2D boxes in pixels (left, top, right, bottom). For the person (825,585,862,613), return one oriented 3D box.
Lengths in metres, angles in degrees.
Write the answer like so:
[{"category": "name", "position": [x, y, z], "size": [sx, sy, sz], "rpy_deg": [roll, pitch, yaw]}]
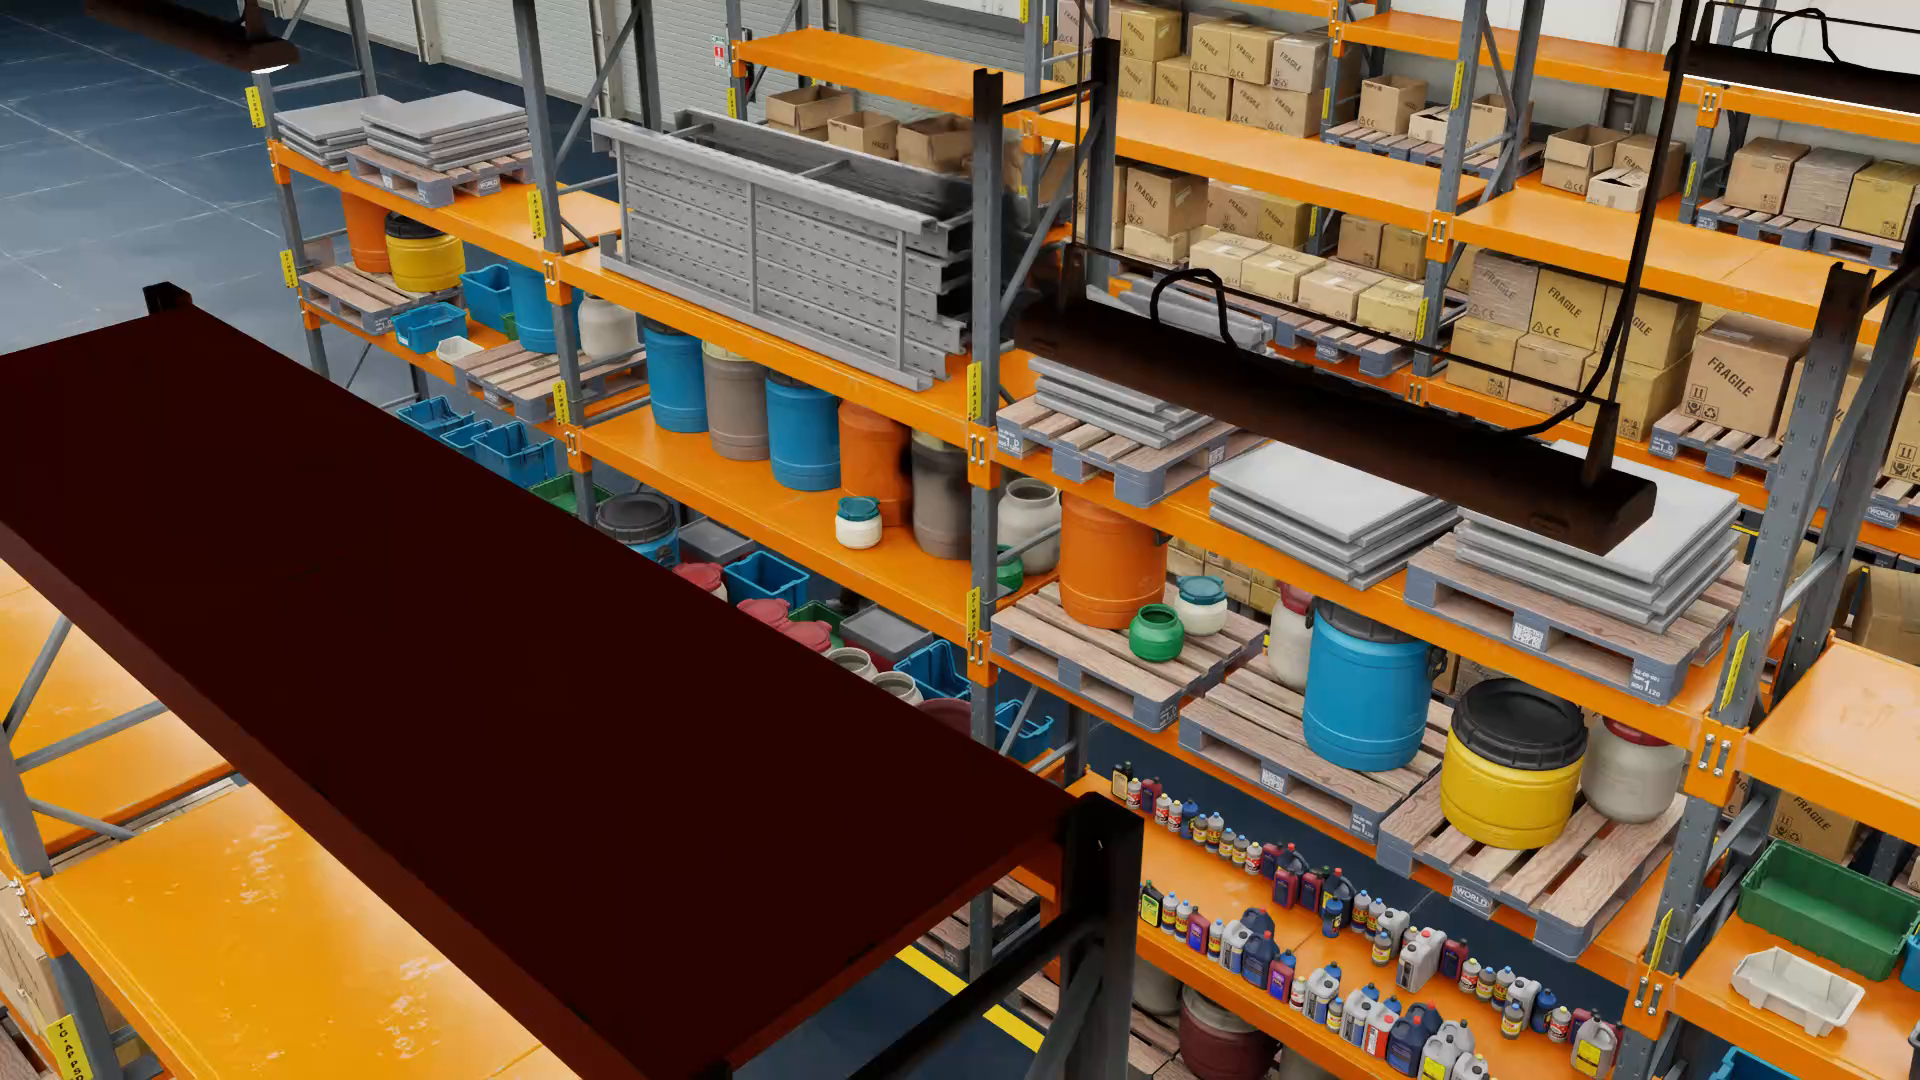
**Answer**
[{"category": "person", "position": [-0.747, -0.095, 14.538], "size": [1.023, 1.779, 0.716], "rpy_deg": [13, 32, 22]}]
